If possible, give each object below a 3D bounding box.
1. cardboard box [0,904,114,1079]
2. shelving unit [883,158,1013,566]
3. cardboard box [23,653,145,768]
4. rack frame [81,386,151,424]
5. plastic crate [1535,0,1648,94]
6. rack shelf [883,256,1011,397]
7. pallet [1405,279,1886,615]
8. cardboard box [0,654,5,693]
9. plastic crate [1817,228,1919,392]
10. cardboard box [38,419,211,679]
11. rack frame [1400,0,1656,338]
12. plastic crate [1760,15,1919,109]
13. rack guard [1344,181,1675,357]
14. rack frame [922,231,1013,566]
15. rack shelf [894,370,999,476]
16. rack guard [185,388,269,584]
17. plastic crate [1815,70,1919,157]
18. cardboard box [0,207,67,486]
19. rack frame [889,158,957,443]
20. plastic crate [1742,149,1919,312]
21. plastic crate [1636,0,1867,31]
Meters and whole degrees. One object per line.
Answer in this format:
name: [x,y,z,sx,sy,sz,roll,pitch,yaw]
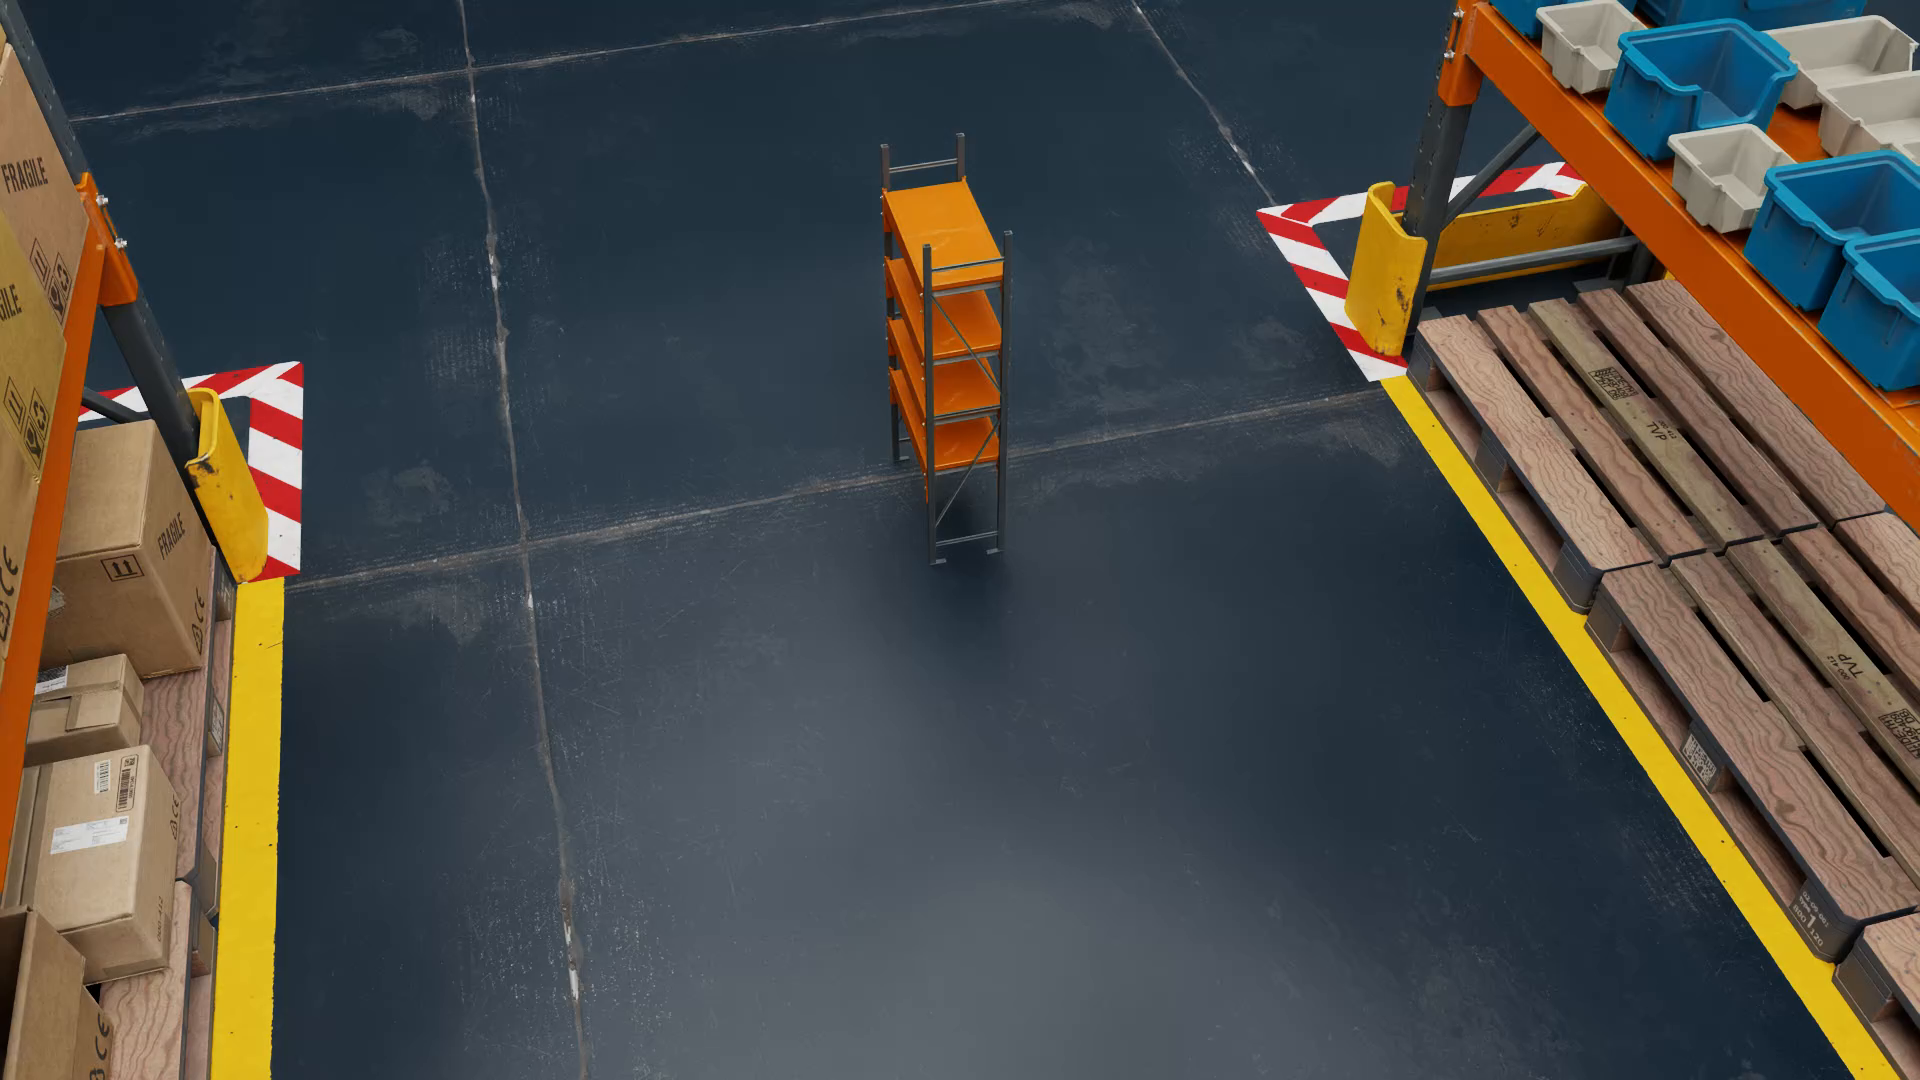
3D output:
cardboard box: [-2.234,1.189,3.424,0.797,0.503,0.637,-11,47,-10]
shelving unit: [-0.042,-0.533,4.932,0.258,1.200,0.499,-11,47,-10]
cardboard box: [-2.378,0.468,4.367,0.380,0.166,0.250,-11,47,-10]
rack frame: [-2.775,-0.995,4.125,0.949,2.616,0.053,-11,47,-10]
plastic crate: [1.764,-1.360,4.626,0.250,0.136,0.298,-11,47,-10]
rack shelf: [-0.042,-0.644,4.822,0.258,0.148,0.480,-11,47,-10]
pallet: [2.191,-0.346,5.442,1.003,0.211,1.213,-11,47,-10]
cardboard box: [-2.007,0.280,2.806,0.500,0.500,0.500,-11,47,-11]
plastic crate: [2.176,-0.514,3.729,0.416,0.233,0.300,-11,47,-10]
cardboard box: [-2.395,0.056,4.538,0.500,0.500,0.500,-11,47,-10]
rack frame: [2.017,-1.899,5.011,1.000,3.000,0.127,-11,47,-10]
plastic crate: [2.401,-1.298,4.564,0.396,0.136,0.243,-11,47,-10]
rack guard: [1.998,-1.038,5.917,1.175,0.500,0.348,-11,47,-10]
rack frame: [0.020,-0.366,4.768,0.240,1.200,0.015,-11,47,-10]
rack shelf: [-0.042,-0.376,5.095,0.221,0.050,0.457,-11,47,-10]
rack guard: [-2.753,-0.068,4.967,1.175,0.500,0.348,-11,47,-10]
plastic crate: [2.461,-1.095,4.365,0.396,0.136,0.243,-11,47,-10]
cardboard box: [-2.258,-0.414,3.485,0.500,0.500,0.500,-10,46,-10]
rack frame: [-0.104,-0.703,5.099,0.228,1.046,0.006,-11,47,-10]
plastic crate: [2.099,-0.722,3.932,0.416,0.233,0.300,-11,47,-10]
plastic crate: [2.283,-1.735,4.784,0.616,0.435,0.499,-11,47,-10]
